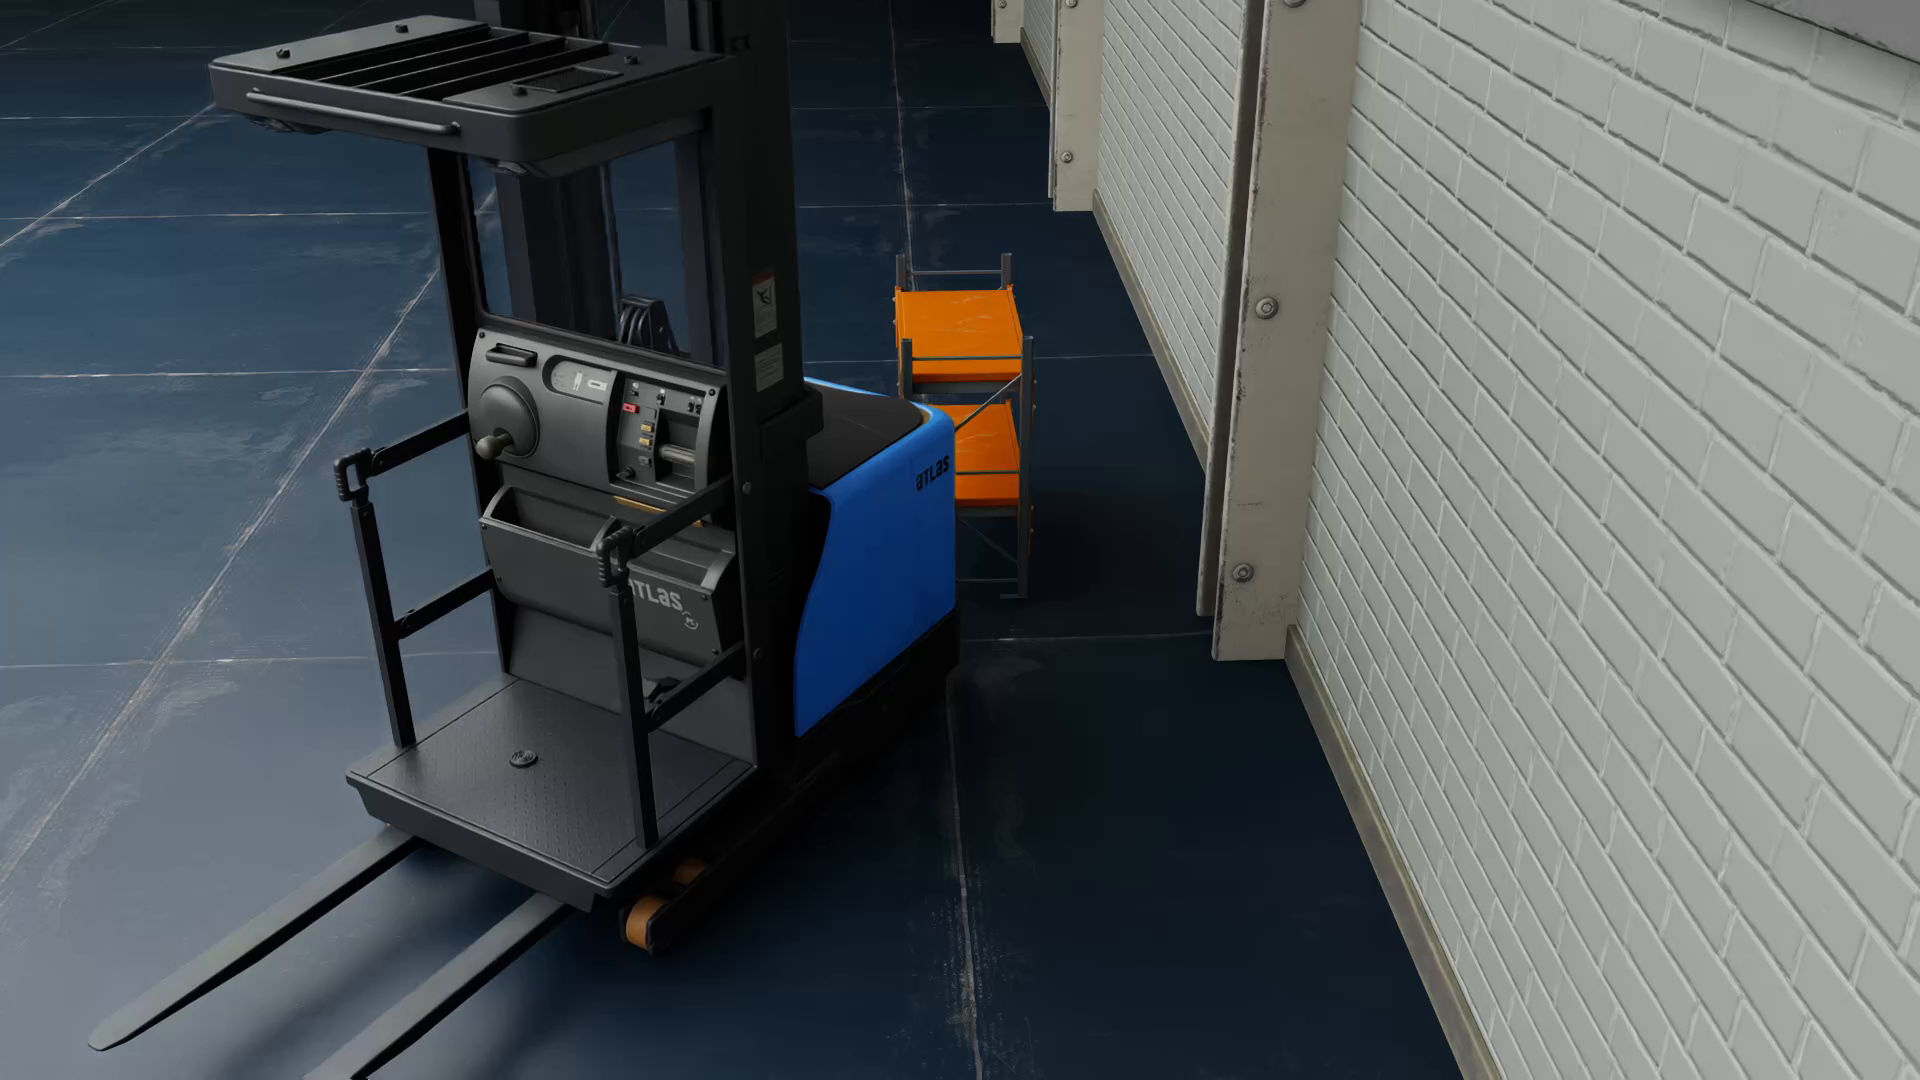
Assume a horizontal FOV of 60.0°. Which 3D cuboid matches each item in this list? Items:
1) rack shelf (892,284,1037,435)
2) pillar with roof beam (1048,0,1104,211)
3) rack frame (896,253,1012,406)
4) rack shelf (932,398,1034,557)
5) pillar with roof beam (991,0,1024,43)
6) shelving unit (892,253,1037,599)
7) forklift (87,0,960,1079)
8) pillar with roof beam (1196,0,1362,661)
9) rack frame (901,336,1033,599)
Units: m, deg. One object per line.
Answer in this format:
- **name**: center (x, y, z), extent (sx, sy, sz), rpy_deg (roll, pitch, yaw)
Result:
- **rack shelf**: center (0.000, -0.755, 6.849), extent (0.538, 0.278, 1.000), rpy_deg (-1, 28, -3)
- **pillar with roof beam**: center (-3.497, -6.291, 9.580), extent (9.100, 9.000, 0.400), rpy_deg (-1, 28, -3)
- **rack frame**: center (-0.026, -0.730, 7.434), extent (0.500, 1.125, 0.032), rpy_deg (-1, 28, -3)
- **rack shelf**: center (0.000, -0.279, 7.097), extent (0.538, 0.278, 1.000), rpy_deg (-1, 28, -3)
- **pillar with roof beam**: center (-3.810, -9.061, 14.893), extent (9.100, 9.000, 0.400), rpy_deg (-1, 28, -3)
- **shelving unit**: center (0.000, -0.496, 6.984), extent (0.538, 1.125, 1.048), rpy_deg (-1, 28, -3)
- **forklift**: center (-1.190, -0.328, 4.710), extent (1.130, 2.935, 3.031), rpy_deg (15, 31, 27)
- **pillar with roof beam**: center (-3.183, -3.520, 4.267), extent (9.100, 9.000, 0.400), rpy_deg (-1, 28, -3)
- **rack frame**: center (0.027, -0.261, 6.534), extent (0.500, 1.125, 0.032), rpy_deg (-1, 28, -3)
